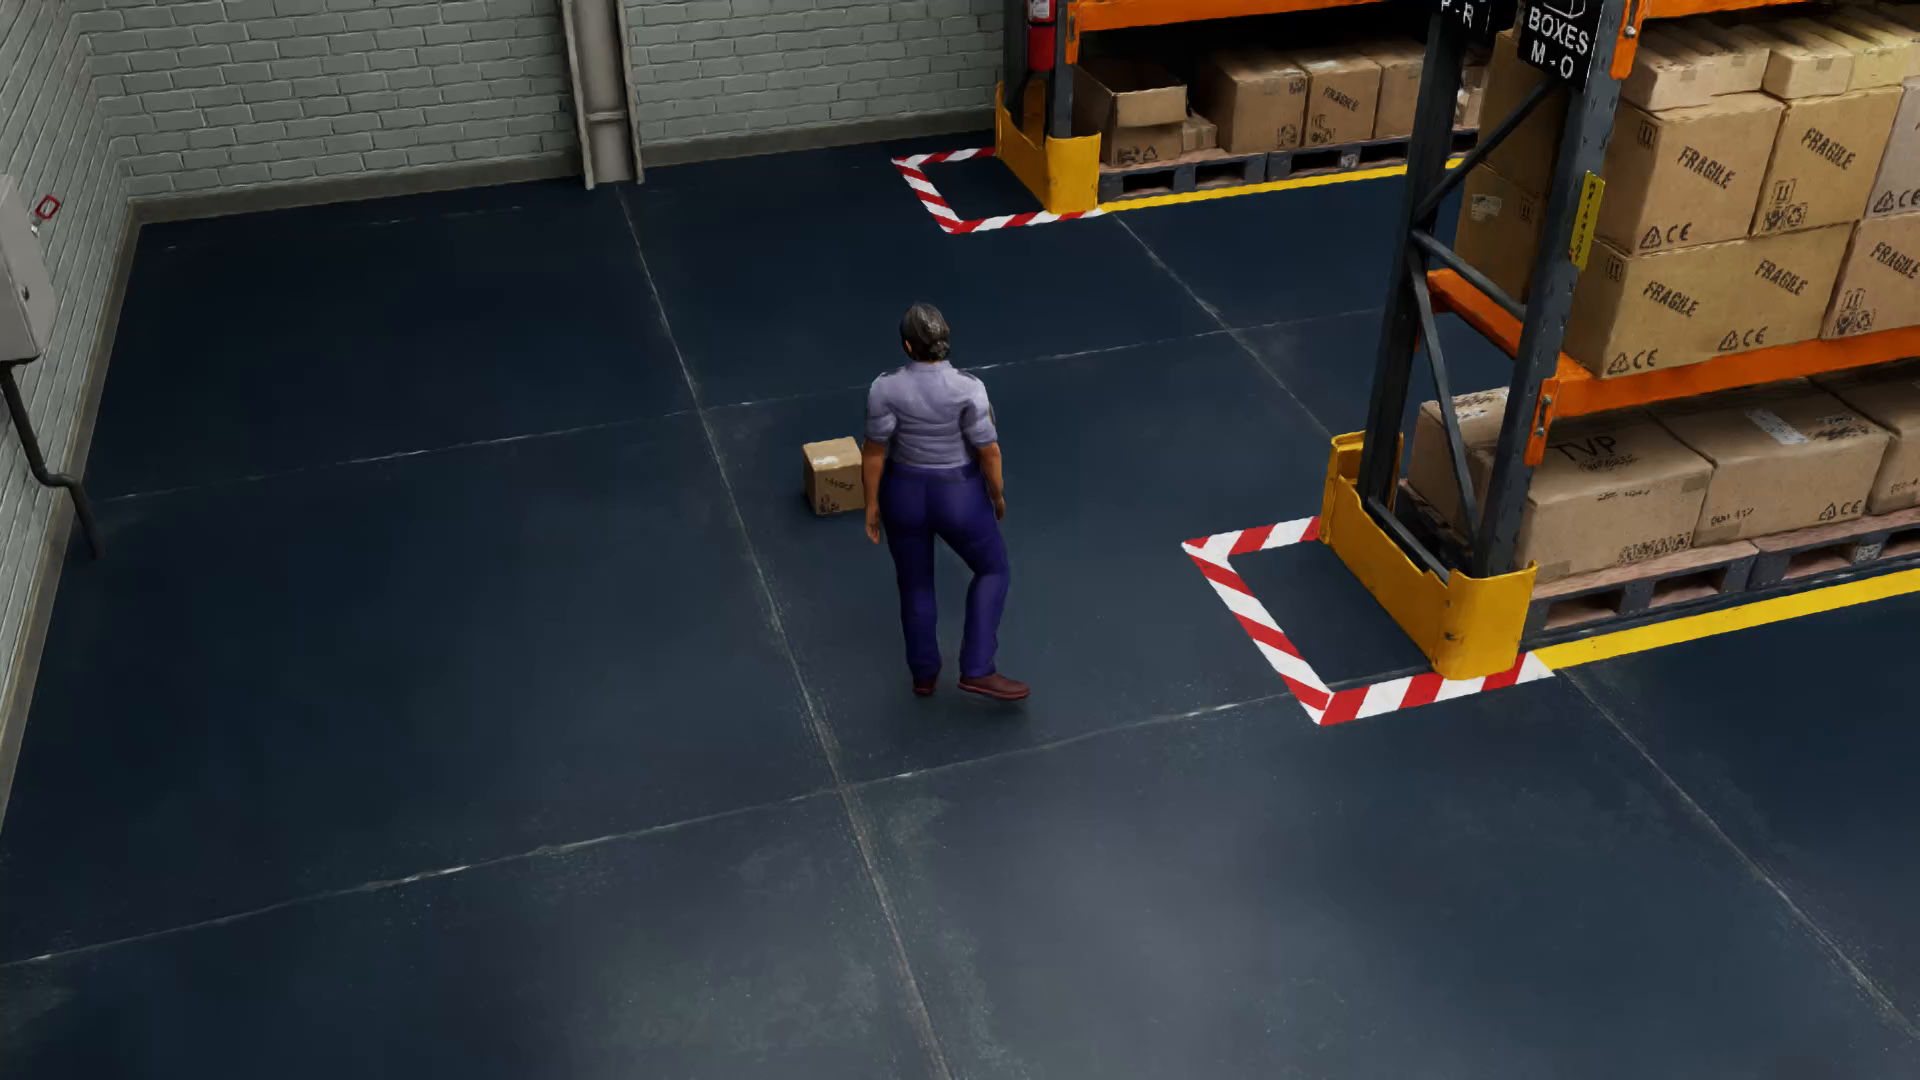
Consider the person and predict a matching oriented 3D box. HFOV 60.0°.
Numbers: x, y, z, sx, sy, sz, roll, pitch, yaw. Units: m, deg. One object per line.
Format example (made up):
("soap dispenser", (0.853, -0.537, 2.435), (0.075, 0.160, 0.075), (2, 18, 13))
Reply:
("person", (-0.037, -0.111, 6.303), (0.667, 1.628, 0.457), (5, 34, 7))
